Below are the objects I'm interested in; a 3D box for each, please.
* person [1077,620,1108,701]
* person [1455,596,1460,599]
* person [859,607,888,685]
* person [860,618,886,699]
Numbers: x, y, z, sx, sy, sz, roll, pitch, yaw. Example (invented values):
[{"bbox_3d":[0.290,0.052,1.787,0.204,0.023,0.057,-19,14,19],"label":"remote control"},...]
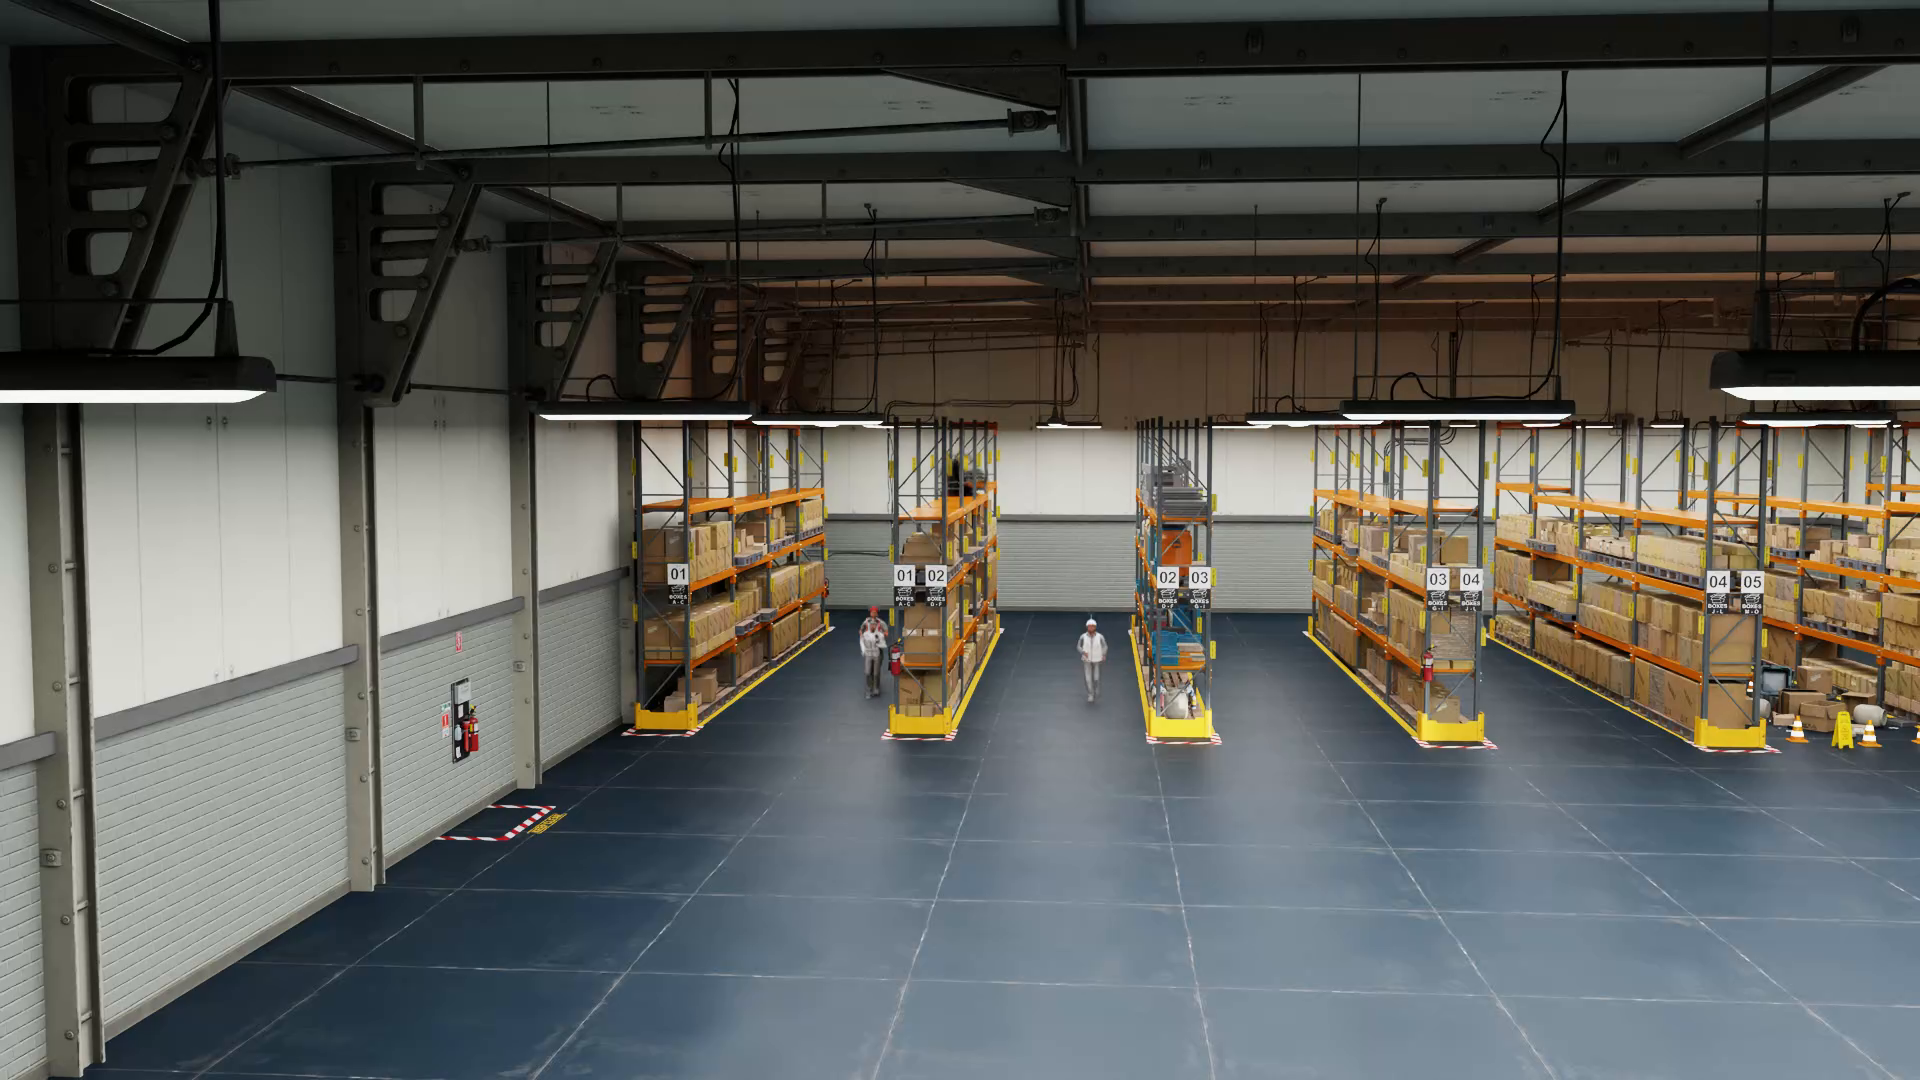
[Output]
[{"bbox_3d":[2.801,2.558,35.276,0.654,1.731,0.571,0,4,5],"label":"person"},{"bbox_3d":[13.872,1.765,46.799,0.923,1.772,0.696,-3,5,-38],"label":"person"},{"bbox_3d":[-1.959,2.386,37.740,0.663,1.748,0.780,0,4,-2],"label":"person"},{"bbox_3d":[-1.878,2.549,35.776,0.595,1.754,0.688,0,4,5],"label":"person"}]
